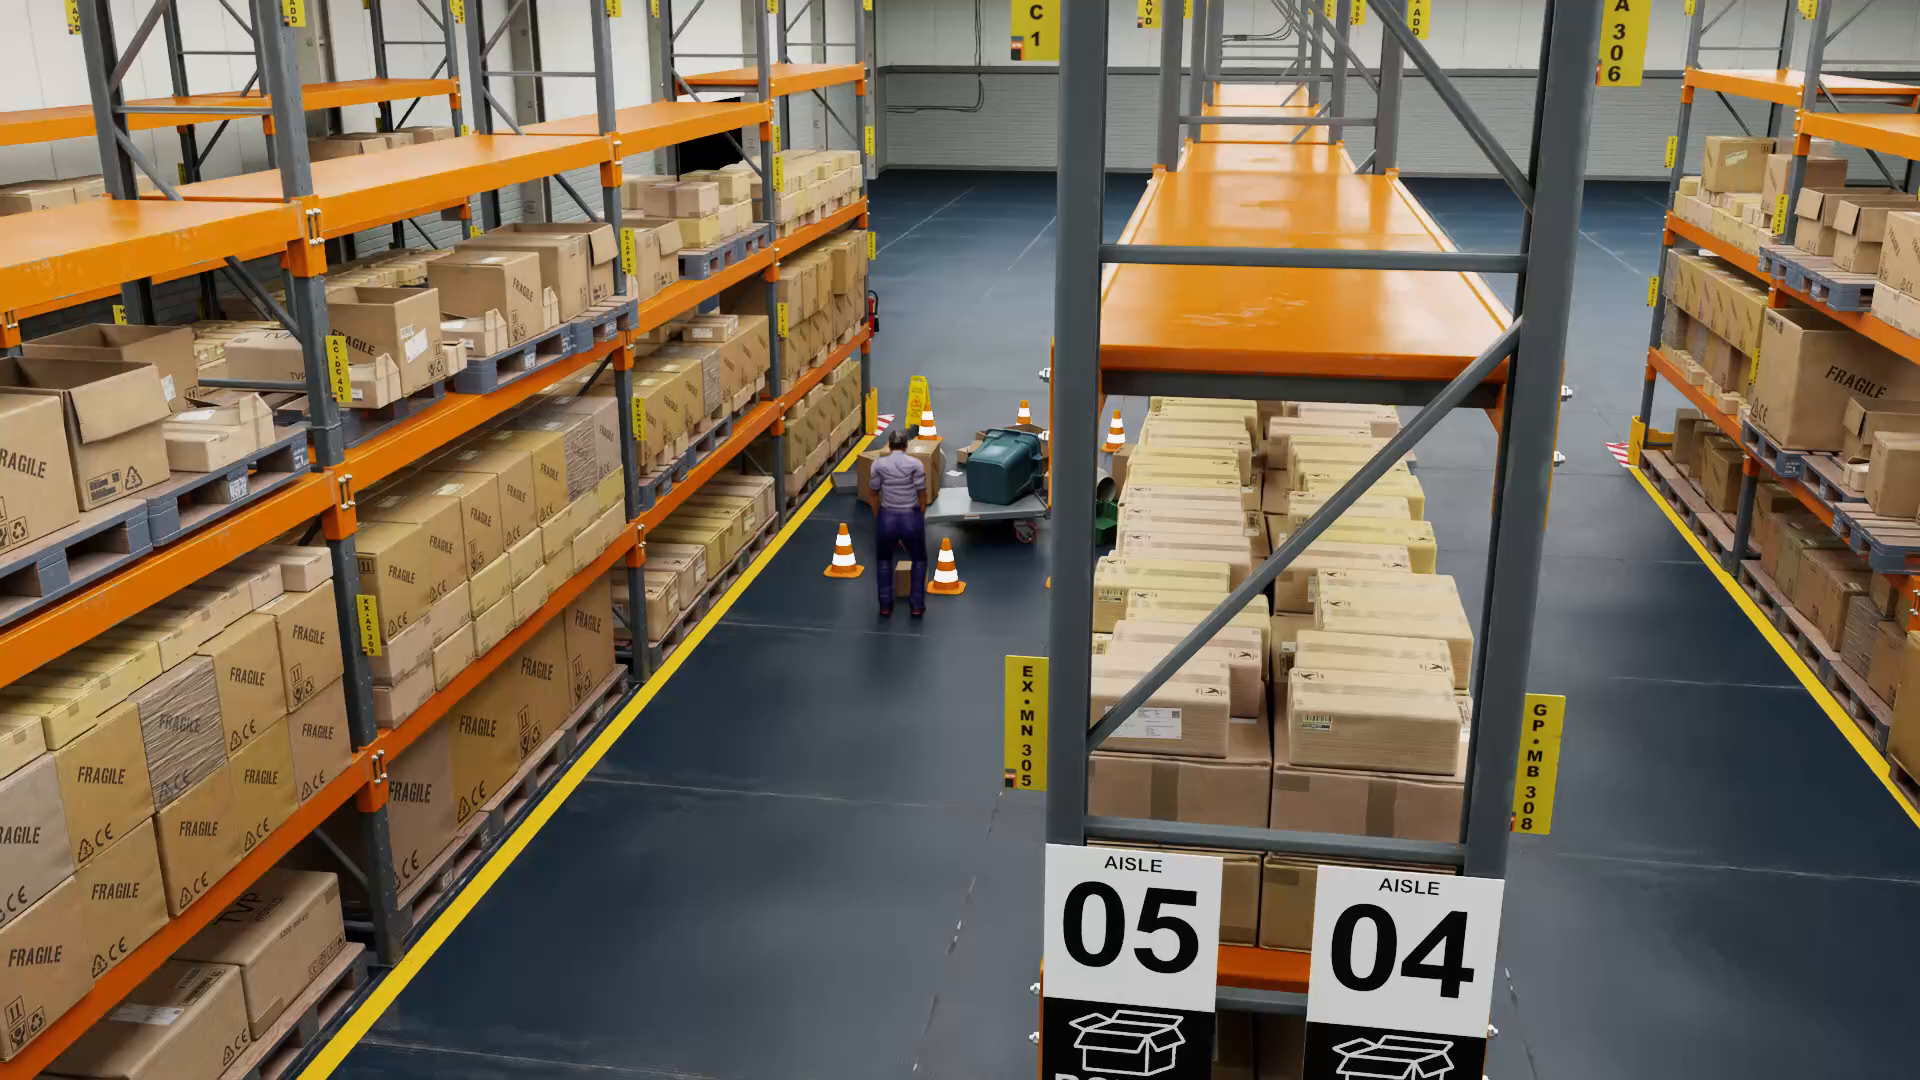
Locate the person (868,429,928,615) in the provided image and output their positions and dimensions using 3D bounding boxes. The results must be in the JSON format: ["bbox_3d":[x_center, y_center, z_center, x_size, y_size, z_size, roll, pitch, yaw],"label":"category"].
[{"bbox_3d":[-0.527,-0.130,14.035,0.504,1.587,0.425,2,18,7],"label":"person"}]
